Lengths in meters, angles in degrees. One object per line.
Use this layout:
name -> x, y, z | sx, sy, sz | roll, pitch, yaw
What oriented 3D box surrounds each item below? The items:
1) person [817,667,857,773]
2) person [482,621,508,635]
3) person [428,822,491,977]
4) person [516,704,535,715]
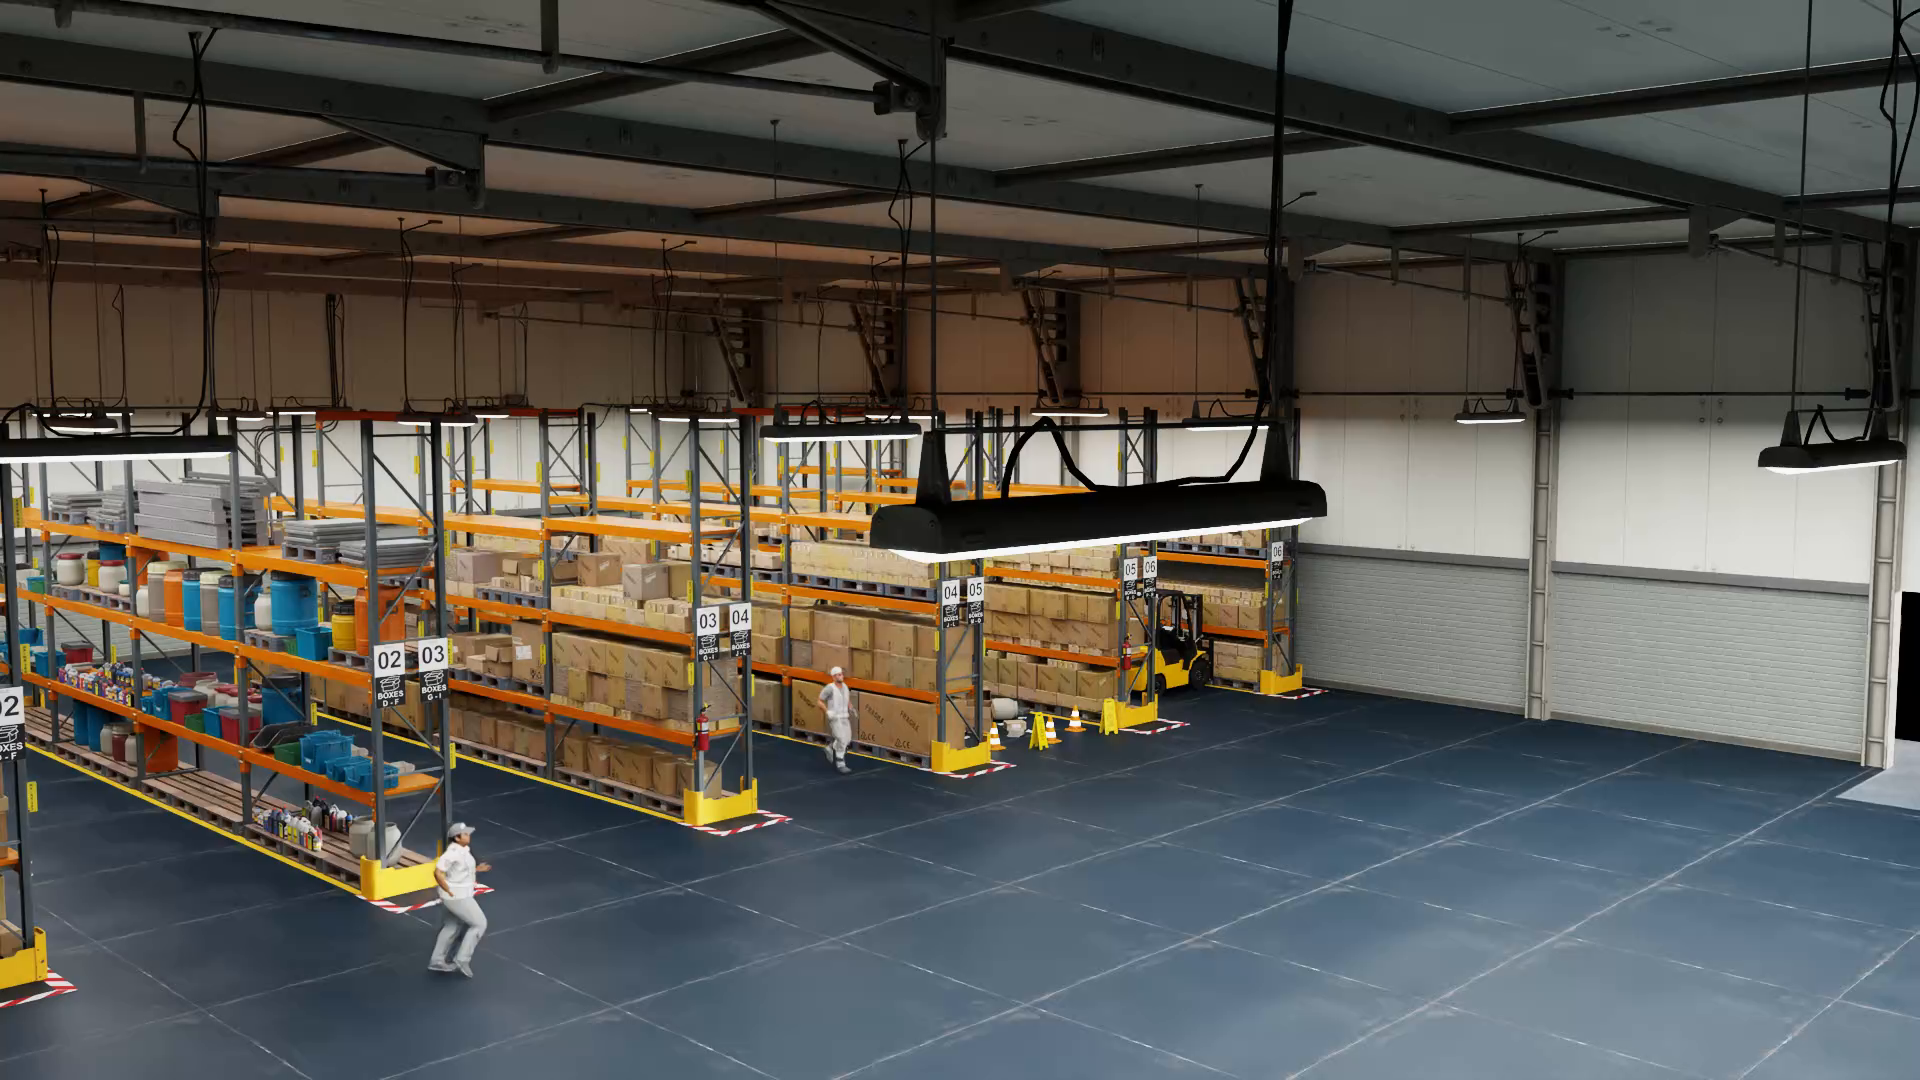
person -> -2.095, 2.987, 27.847 | 0.695, 1.759, 0.683 | 4, 7, 40
person -> -11.385, 1.933, 40.633 | 0.758, 1.685, 0.672 | 1, 5, 9
person -> -5.459, 3.918, 18.133 | 0.697, 1.704, 0.574 | -2, 5, -20
person -> -8.314, 2.673, 31.906 | 0.888, 1.632, 0.607 | 5, 7, 42
